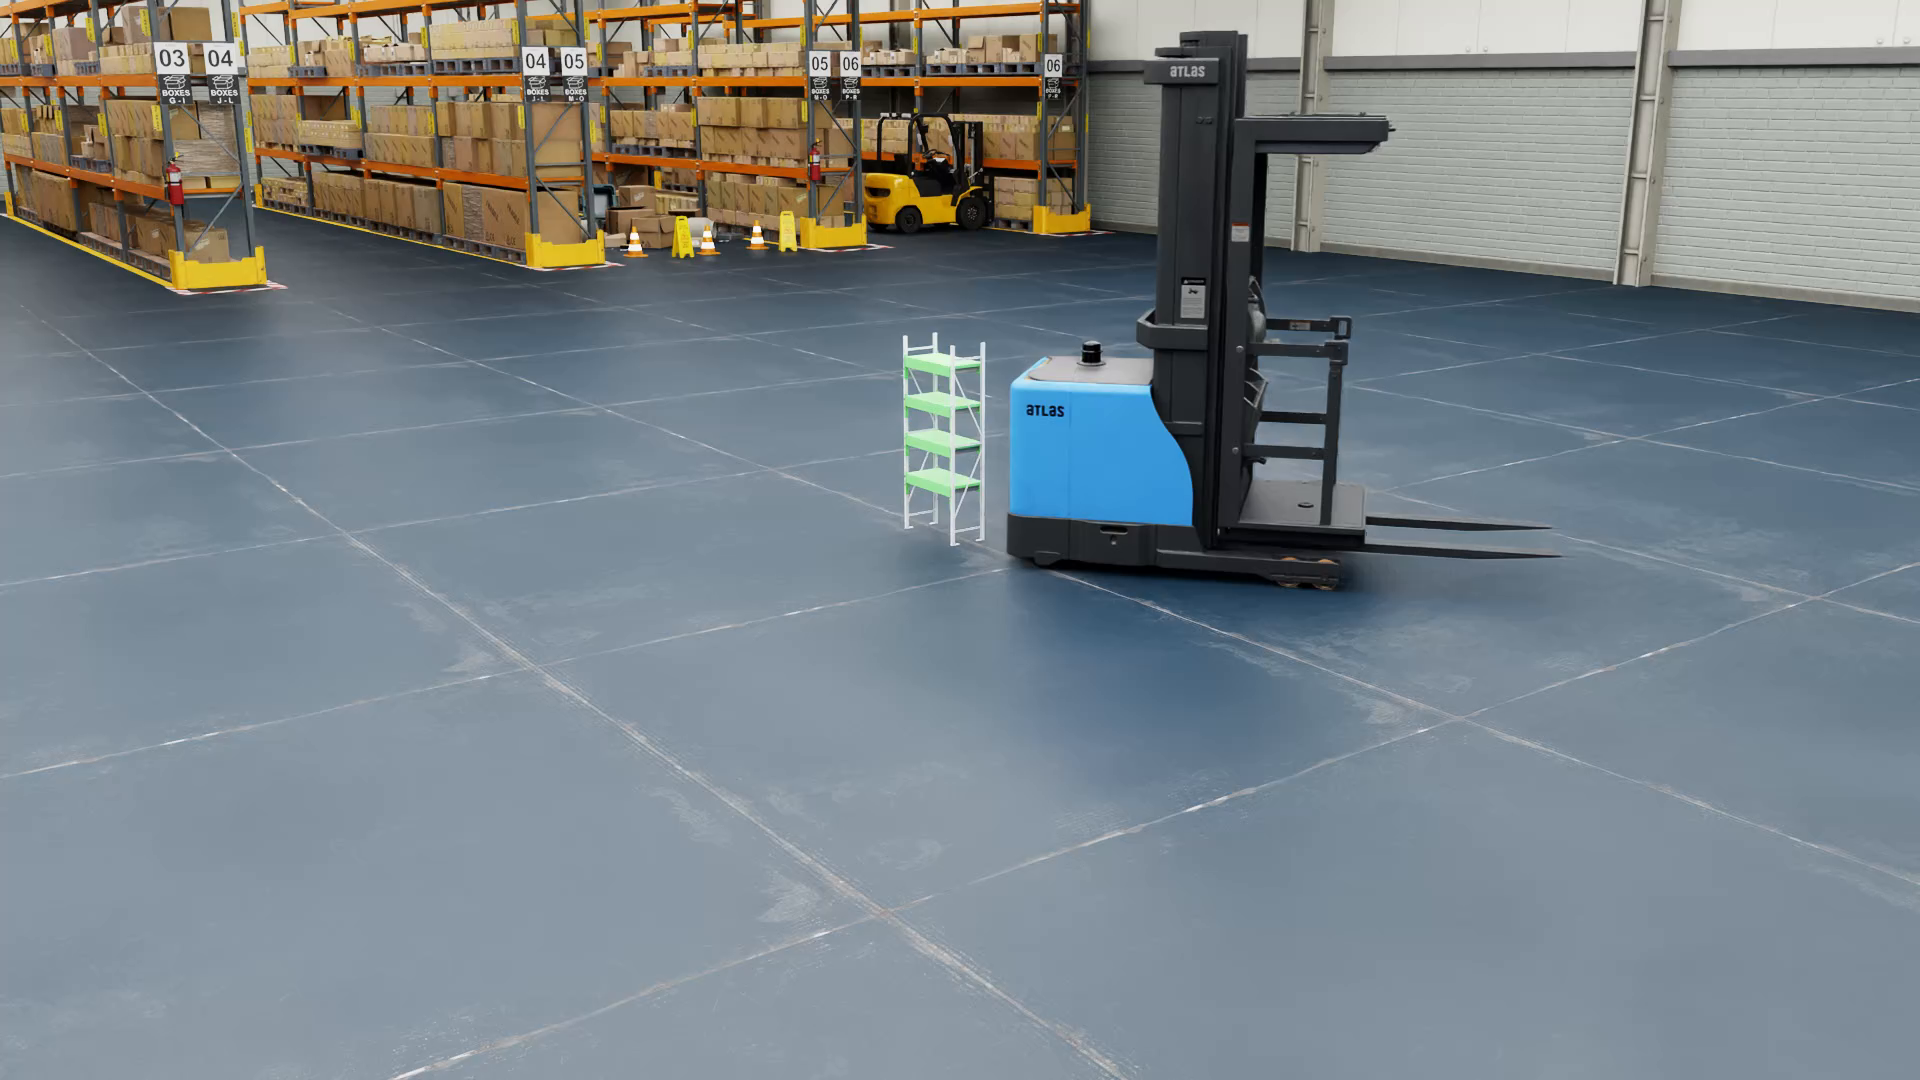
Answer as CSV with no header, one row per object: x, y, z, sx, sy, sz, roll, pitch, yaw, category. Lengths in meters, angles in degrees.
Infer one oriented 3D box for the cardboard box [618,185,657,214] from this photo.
-5.888,-6.204,30.362,0.500,0.500,0.500,-11,19,-35,cardboard box

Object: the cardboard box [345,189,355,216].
-11.663,-6.600,32.446,0.500,0.500,0.500,-10,18,-32,cardboard box

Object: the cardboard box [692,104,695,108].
-5.178,-8.406,32.328,0.380,0.149,0.250,-10,18,-31,cardboard box

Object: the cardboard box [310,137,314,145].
-12.796,-8.005,33.323,0.380,0.149,0.250,-11,19,-34,cardboard box

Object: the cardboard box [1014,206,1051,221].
1.367,-6.172,31.357,0.500,0.250,0.500,-11,19,-34,cardboard box

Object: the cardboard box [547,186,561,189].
-8.740,-8.093,37.193,0.875,0.875,0.875,-10,18,-33,cardboard box

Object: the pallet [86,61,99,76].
-12.759,-7.293,25.716,1.213,0.211,1.003,-11,19,-35,pallet

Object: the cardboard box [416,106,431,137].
-9.011,-7.282,28.918,0.700,0.500,0.500,-11,19,-35,cardboard box

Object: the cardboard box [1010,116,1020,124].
1.172,-7.892,31.247,0.380,0.149,0.250,-10,18,-33,cardboard box

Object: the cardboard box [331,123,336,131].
-11.881,-7.960,32.029,0.380,0.149,0.250,-10,18,-33,cardboard box

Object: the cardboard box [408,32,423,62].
-9.514,-8.809,29.724,0.500,0.500,0.500,-11,19,-35,cardboard box

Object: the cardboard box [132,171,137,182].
-11.844,-5.312,24.278,0.380,0.149,0.250,-11,19,-35,cardboard box

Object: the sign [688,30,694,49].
-4.913,-9.126,30.331,0.100,0.325,0.005,-11,19,-35,sign

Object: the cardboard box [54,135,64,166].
-15.613,-6.866,29.289,0.500,0.500,0.500,-11,19,-35,cardboard box

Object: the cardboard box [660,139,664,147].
-5.580,-7.696,32.192,0.380,0.149,0.250,-11,19,-35,cardboard box

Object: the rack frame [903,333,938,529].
-0.241,-0.666,10.237,0.240,1.200,0.015,-11,19,-35,rack frame

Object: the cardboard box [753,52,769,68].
-3.236,-8.276,28.670,0.500,0.250,0.500,-10,18,-33,cardboard box

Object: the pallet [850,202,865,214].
-1.639,-7.165,35.856,1.003,0.211,1.213,-11,19,-35,pallet

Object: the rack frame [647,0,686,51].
-7.509,-13.554,42.553,1.000,3.000,0.127,-11,19,-35,rack frame

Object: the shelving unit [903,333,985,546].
-0.097,-0.614,10.047,0.258,1.200,0.503,-11,19,-35,shelving unit

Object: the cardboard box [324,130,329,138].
-12.181,-7.926,32.470,0.380,0.149,0.250,-10,18,-33,cardboard box

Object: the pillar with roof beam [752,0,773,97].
-8.319,-12.321,38.045,9.100,9.000,0.400,-11,19,-35,pillar with roof beam

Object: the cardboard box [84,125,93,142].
-14.484,-6.785,28.198,0.500,0.500,0.500,-14,21,-41,cardboard box

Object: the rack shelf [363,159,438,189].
-9.586,-6.617,29.934,1.077,0.370,4.000,-11,19,-35,rack shelf

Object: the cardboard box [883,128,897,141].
-1.257,-8.441,34.572,0.500,0.250,0.500,-11,19,-36,cardboard box

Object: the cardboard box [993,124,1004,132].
0.859,-7.855,31.676,0.380,0.149,0.250,-12,19,-36,cardboard box

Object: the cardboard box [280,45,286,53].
-13.860,-10.178,34.482,0.380,0.149,0.250,-11,19,-35,cardboard box

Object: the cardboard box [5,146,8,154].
-19.444,-8.049,34.277,0.380,0.149,0.250,-11,19,-35,cardboard box

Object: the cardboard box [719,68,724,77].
-4.137,-8.448,30.053,0.380,0.149,0.250,-11,19,-34,cardboard box

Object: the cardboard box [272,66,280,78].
-14.204,-9.900,35.166,0.500,0.250,0.500,-11,19,-35,cardboard box

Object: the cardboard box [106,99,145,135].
-12.423,-6.327,24.865,0.500,0.500,0.500,-11,19,-35,cardboard box

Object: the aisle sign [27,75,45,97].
-19.337,-9.667,34.790,0.394,0.787,0.004,-11,19,-35,aisle sign

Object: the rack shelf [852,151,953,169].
-1.629,-8.178,35.638,1.077,0.370,4.000,-11,19,-35,rack shelf

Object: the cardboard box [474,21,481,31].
-7.278,-7.935,25.684,0.380,0.149,0.250,-11,19,-35,cardboard box

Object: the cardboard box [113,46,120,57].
-11.921,-7.015,23.871,0.380,0.149,0.250,-11,19,-36,cardboard box

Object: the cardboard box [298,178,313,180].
-14.492,-7.977,37.017,0.380,0.149,0.250,-12,19,-37,cardboard box

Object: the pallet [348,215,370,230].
-11.220,-6.213,32.378,1.003,0.211,1.213,-11,19,-35,pallet

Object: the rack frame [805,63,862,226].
-2.114,-6.473,28.044,1.000,3.000,0.127,-11,19,-35,rack frame

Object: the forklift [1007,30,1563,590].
1.843,-1.294,9.253,3.031,2.935,1.130,4,16,13,forklift

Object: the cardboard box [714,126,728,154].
-4.118,-7.278,30.233,0.500,0.500,0.500,-11,19,-35,cardboard box

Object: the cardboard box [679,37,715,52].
-4.910,-9.249,31.047,0.500,0.250,0.500,-10,18,-33,cardboard box

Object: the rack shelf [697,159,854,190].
-3.290,-6.553,29.699,1.077,0.370,4.000,-11,19,-35,rack shelf

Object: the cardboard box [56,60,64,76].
-14.763,-7.878,27.778,0.500,0.250,0.500,-10,18,-34,cardboard box

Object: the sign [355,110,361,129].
-11.196,-7.825,30.942,0.100,0.325,0.005,-11,19,-35,sign

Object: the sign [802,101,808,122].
-2.575,-7.102,27.550,0.100,0.325,0.005,-11,19,-35,sign

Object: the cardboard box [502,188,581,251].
-6.511,-4.995,25.875,0.875,0.875,0.875,-11,19,-34,cardboard box

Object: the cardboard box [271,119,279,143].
-14.508,-8.828,35.895,0.500,0.500,0.500,-11,19,-36,cardboard box

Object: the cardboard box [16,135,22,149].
-18.264,-7.841,32.763,0.500,0.250,0.500,-10,18,-33,cardboard box

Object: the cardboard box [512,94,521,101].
-9.977,-10.074,37.890,0.380,0.149,0.250,-11,19,-35,cardboard box

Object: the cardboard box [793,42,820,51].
-2.552,-8.210,27.672,0.380,0.149,0.250,-11,19,-34,cardboard box

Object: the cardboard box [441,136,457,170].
-8.184,-6.533,27.978,0.875,0.550,0.550,-11,19,-35,cardboard box

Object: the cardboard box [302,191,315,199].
-13.556,-7.234,34.867,0.380,0.149,0.250,-10,18,-33,cardboard box

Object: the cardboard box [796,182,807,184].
-2.978,-6.150,29.858,0.500,0.500,0.500,-10,18,-33,cardboard box

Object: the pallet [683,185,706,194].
-6.281,-8.869,42.081,1.003,0.211,1.213,-11,19,-35,pallet

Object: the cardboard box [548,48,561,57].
-6.001,-7.382,25.176,0.380,0.149,0.250,-11,19,-34,cardboard box
